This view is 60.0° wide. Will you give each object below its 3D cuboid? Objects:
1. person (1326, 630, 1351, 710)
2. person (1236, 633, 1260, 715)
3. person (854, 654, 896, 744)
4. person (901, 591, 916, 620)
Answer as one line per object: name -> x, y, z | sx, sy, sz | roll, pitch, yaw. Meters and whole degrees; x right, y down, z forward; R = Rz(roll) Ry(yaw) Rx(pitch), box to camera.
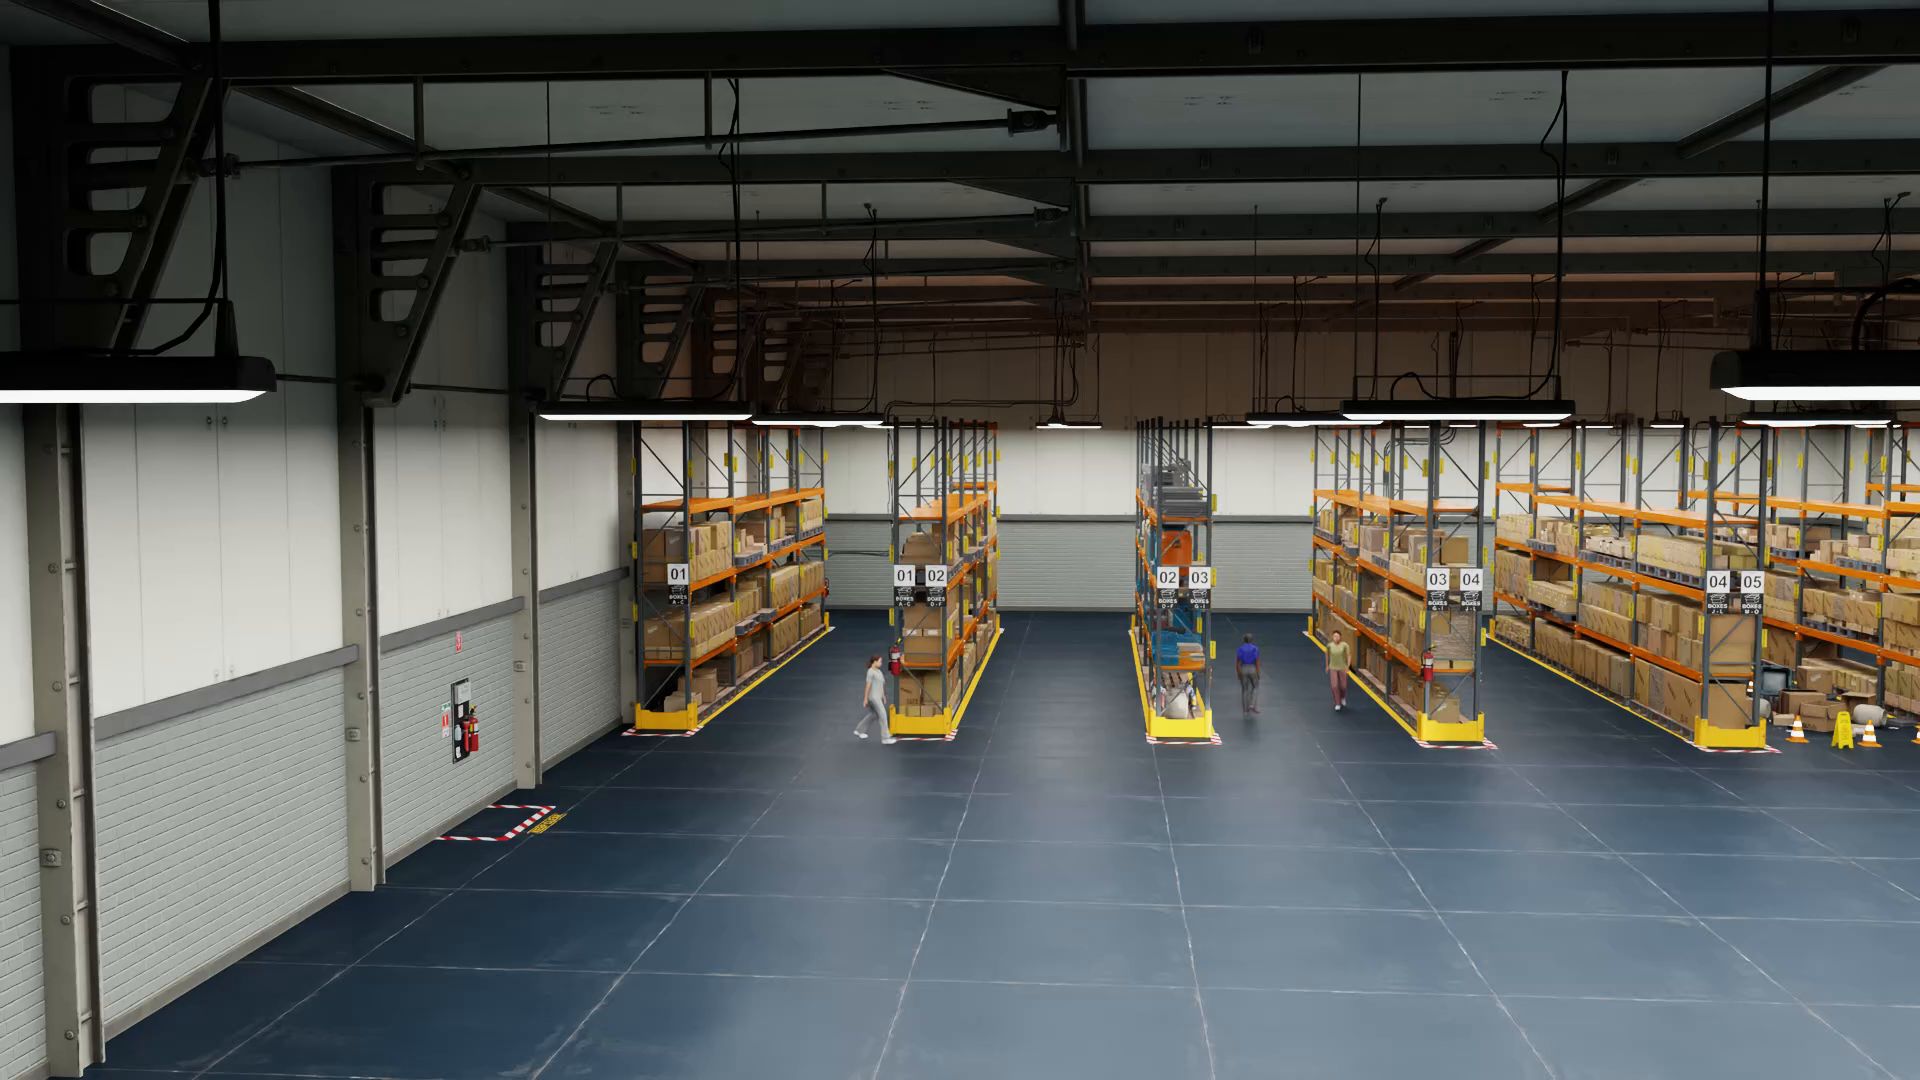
person -> 7.831, 2.661, 34.387 | 0.510, 1.652, 0.608 | 1, 4, 17
person -> 5.823, 2.695, 33.592 | 0.492, 1.640, 0.499 | 1, 4, 16
person -> -1.567, 2.910, 30.664 | 0.937, 1.635, 0.471 | 1, 4, 15
person -> -1.569, 1.547, 50.676 | 0.646, 1.708, 1.085 | 0, 4, 7
